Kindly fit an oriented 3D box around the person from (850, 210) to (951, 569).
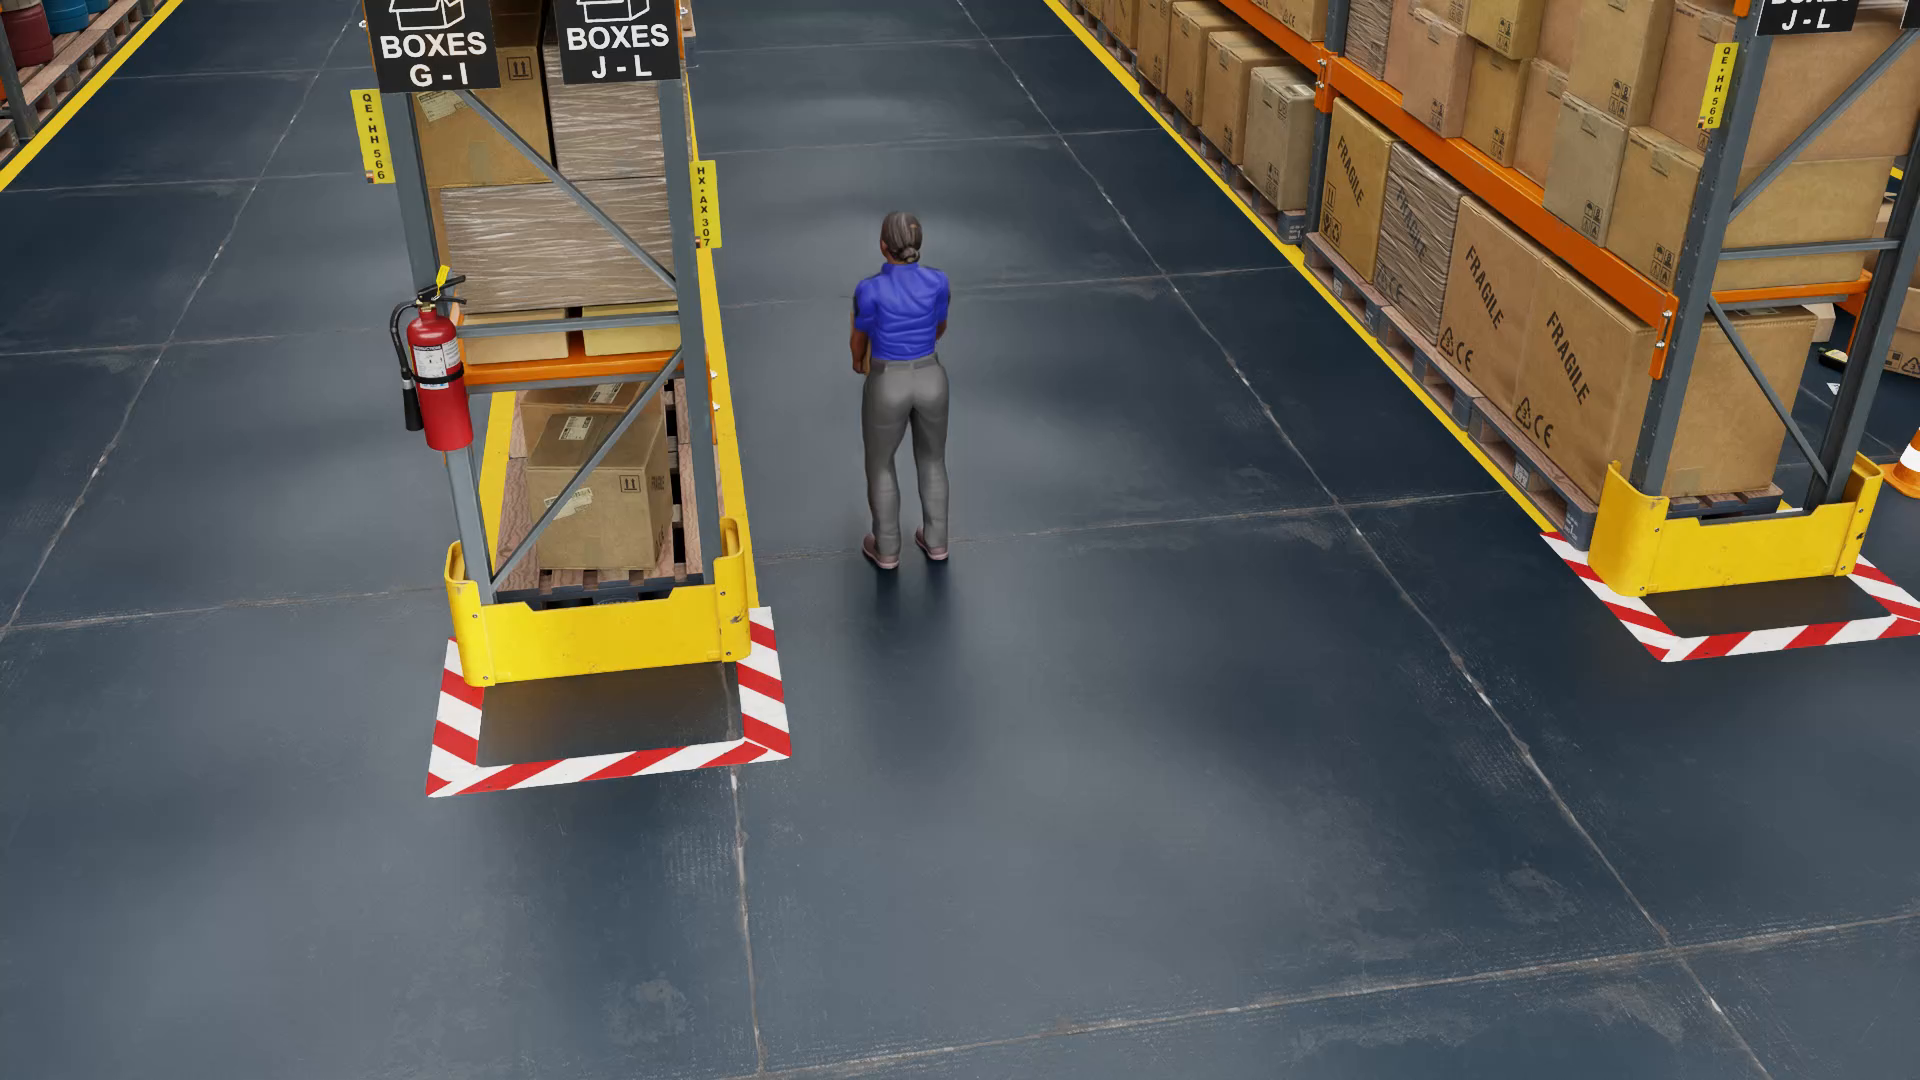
[{"bbox_3d":[-0.270,-0.683,7.289,0.435,1.656,0.502,-10,32,-17],"label":"person"}]
